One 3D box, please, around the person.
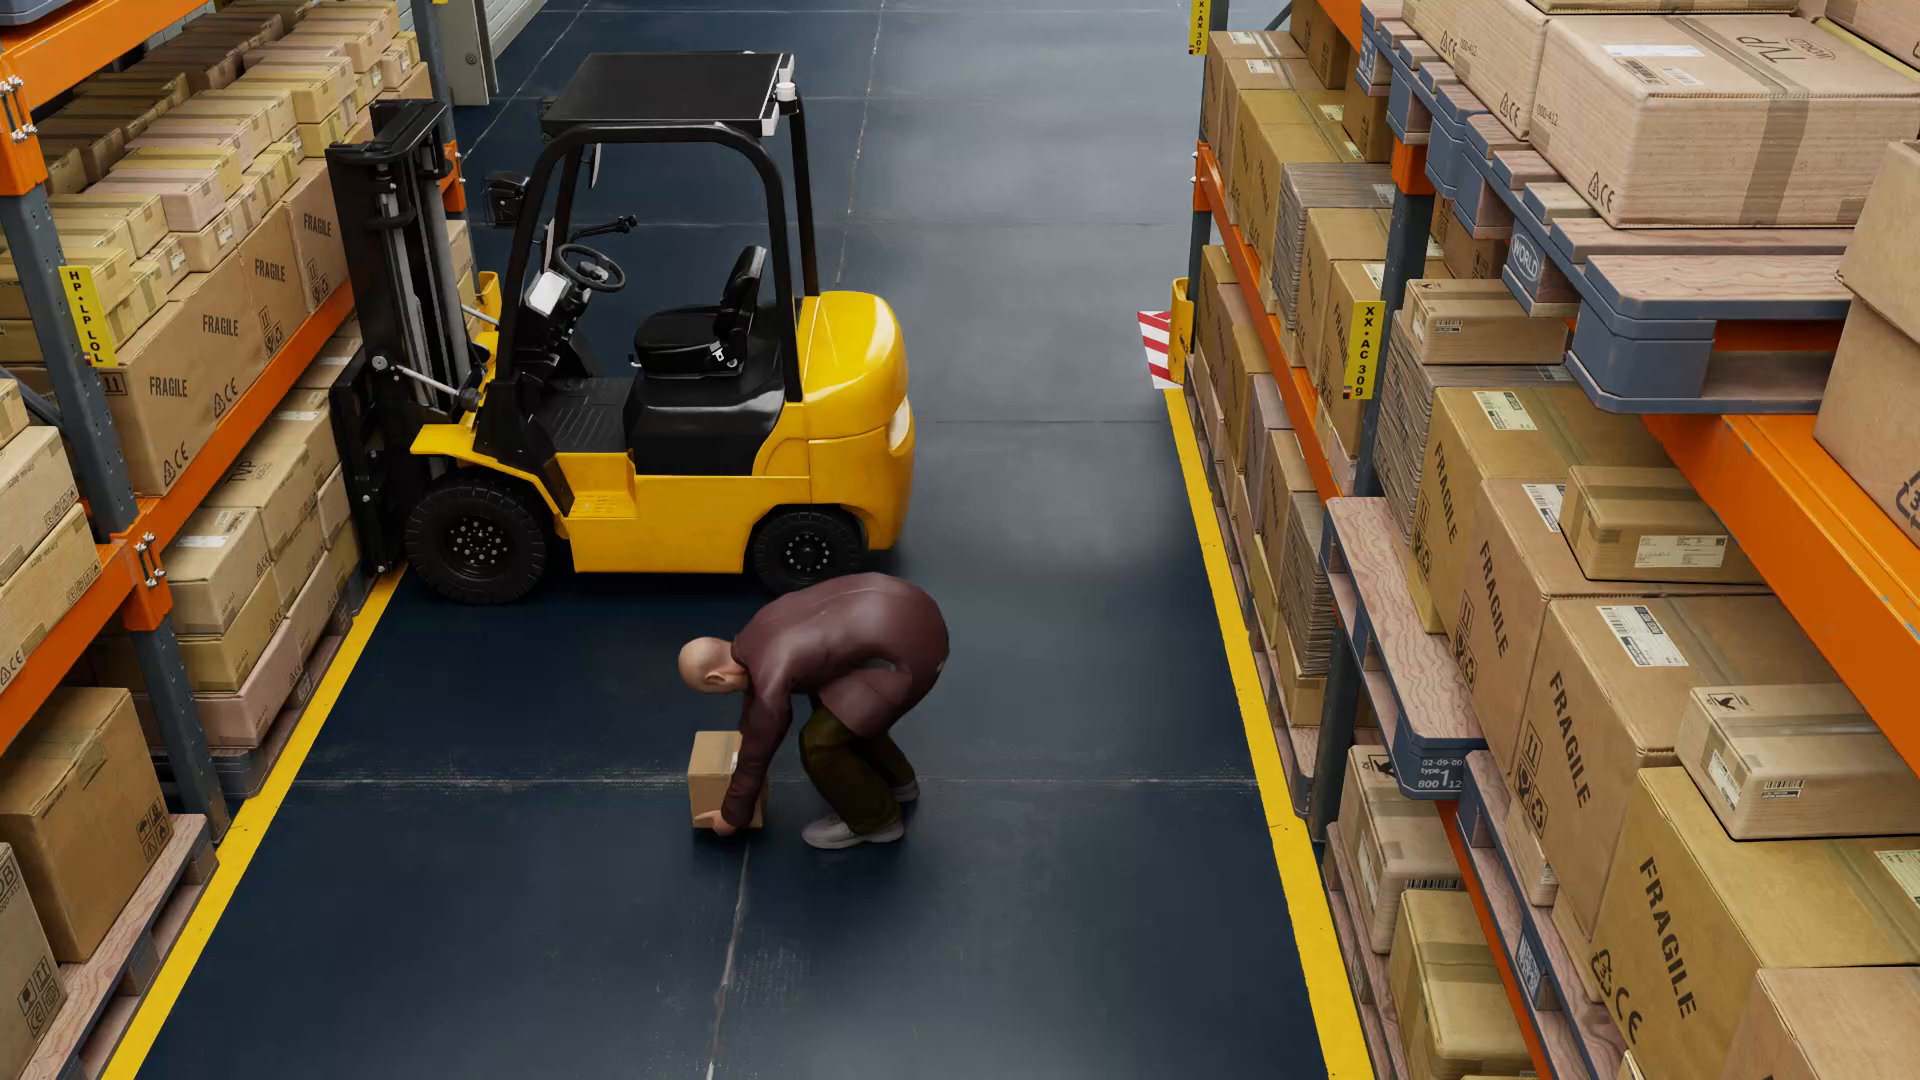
[{"bbox_3d":[-0.506,0.598,5.896,0.942,1.010,0.582,-2,31,-3],"label":"person"}]
